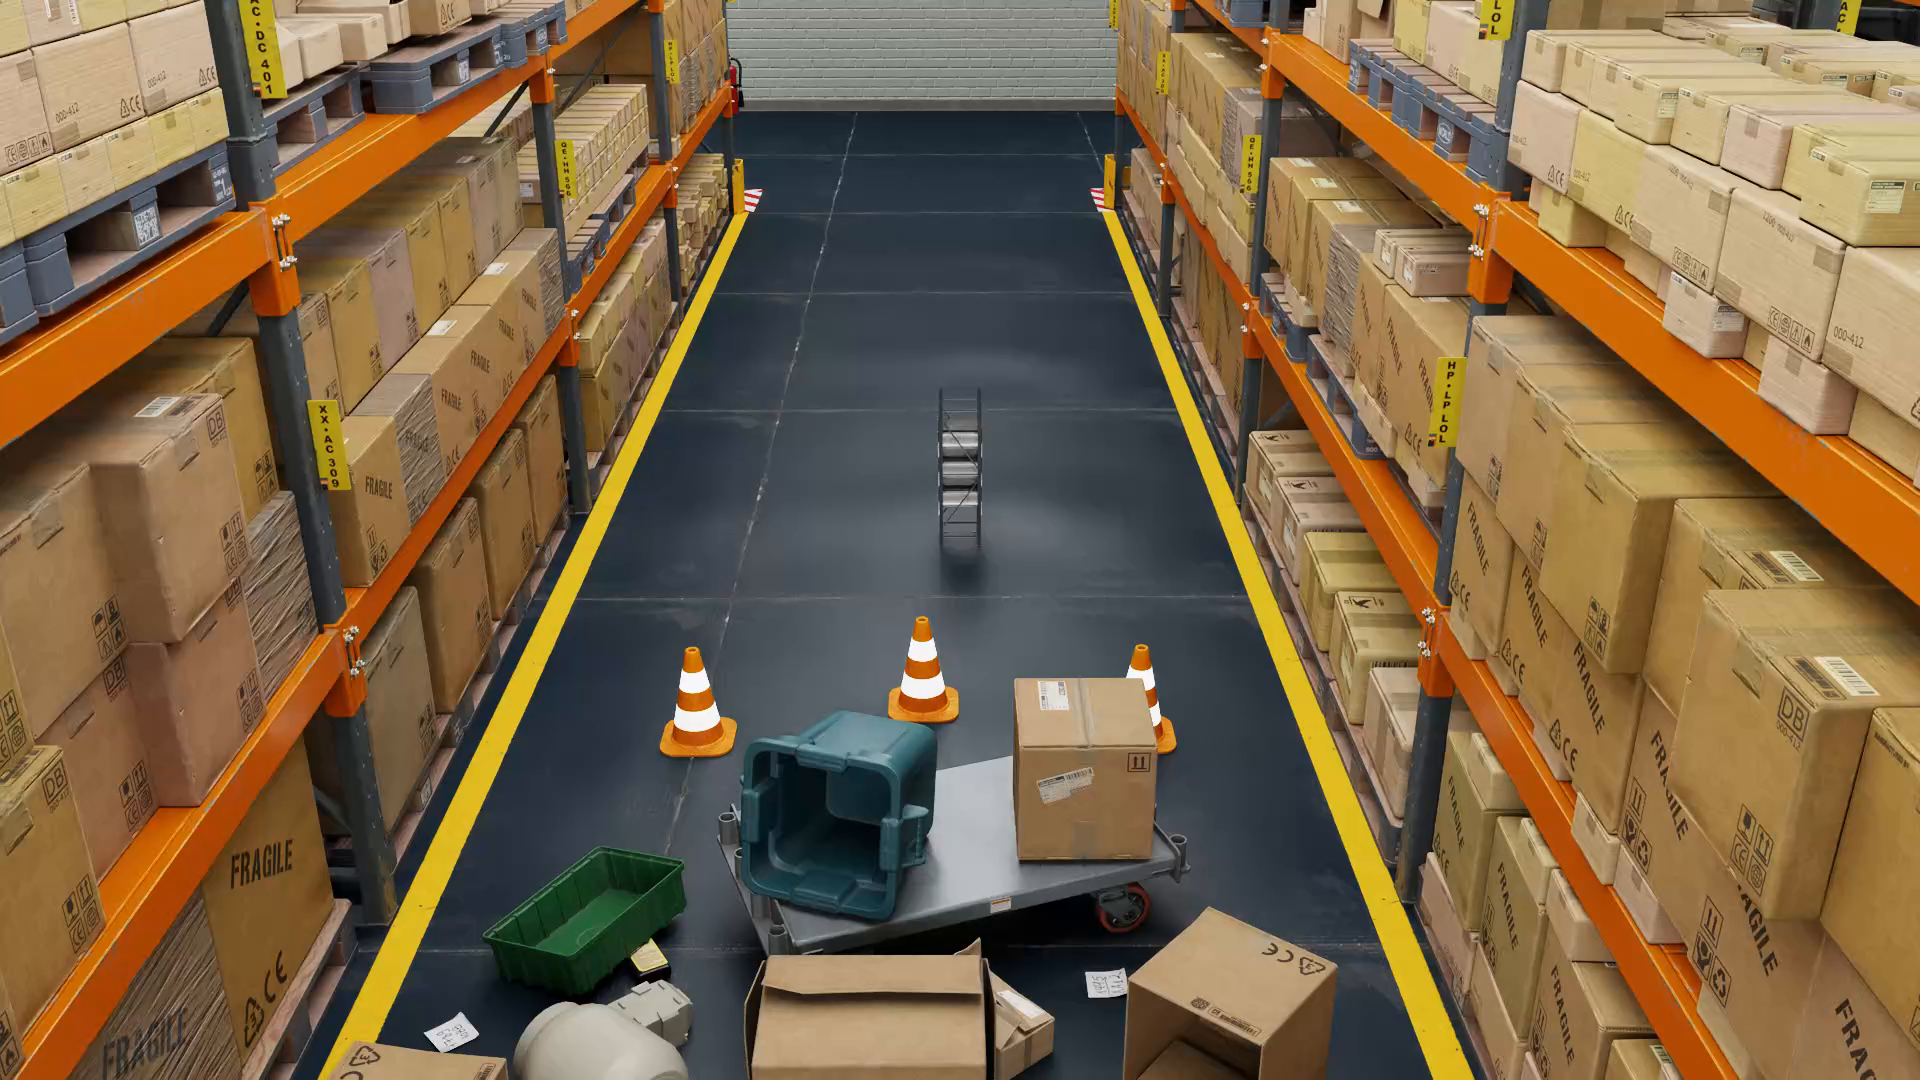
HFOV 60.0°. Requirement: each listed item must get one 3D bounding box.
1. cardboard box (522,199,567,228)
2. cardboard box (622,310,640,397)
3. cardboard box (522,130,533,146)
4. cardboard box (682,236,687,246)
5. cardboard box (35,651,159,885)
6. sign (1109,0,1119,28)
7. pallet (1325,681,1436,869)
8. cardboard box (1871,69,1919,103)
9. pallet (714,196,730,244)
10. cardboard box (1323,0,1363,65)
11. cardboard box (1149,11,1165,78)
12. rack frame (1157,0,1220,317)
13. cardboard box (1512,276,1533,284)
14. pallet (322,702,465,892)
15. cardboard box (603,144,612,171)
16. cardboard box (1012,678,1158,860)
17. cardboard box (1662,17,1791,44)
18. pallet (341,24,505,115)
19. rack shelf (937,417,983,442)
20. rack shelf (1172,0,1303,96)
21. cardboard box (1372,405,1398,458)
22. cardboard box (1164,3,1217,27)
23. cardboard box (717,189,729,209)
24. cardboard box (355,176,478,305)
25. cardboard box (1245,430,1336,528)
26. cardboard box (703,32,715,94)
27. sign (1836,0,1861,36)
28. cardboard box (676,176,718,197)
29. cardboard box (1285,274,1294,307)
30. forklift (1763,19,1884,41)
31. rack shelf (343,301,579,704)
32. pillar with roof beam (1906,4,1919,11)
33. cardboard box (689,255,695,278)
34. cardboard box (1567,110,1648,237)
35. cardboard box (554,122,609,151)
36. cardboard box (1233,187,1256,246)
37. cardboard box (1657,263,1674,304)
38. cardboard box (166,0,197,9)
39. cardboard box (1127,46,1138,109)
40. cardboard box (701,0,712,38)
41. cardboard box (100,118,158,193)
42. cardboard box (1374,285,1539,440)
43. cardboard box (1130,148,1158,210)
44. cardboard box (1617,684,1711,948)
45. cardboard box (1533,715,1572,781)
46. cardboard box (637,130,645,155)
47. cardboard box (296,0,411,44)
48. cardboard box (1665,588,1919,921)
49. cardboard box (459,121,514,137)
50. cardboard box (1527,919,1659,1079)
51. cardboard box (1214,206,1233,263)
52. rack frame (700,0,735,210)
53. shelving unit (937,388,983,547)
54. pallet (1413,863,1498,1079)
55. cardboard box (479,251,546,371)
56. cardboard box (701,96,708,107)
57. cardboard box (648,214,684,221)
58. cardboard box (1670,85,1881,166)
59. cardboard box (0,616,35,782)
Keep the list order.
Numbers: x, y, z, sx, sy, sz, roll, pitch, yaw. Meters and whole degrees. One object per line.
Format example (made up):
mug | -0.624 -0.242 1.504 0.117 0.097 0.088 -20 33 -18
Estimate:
cardboard box | -2.555 -1.949 9.853 0.380 0.149 0.250 1 24 2
cardboard box | -2.522 -1.300 11.508 0.500 0.500 0.500 -1 24 -2
cardboard box | -3.233 -2.801 11.738 0.380 0.149 0.250 1 24 2
cardboard box | -2.609 -2.679 14.621 0.380 0.149 0.250 -1 24 -3
cardboard box | -2.774 0.645 4.501 0.875 0.550 0.550 0 24 -1
sign | 1.556 -5.327 16.742 0.100 0.325 0.005 0 24 -1
pallet | 2.232 0.998 7.288 1.003 0.211 1.213 0 24 -1
cardboard box | 2.590 -1.117 4.277 0.380 0.149 0.250 0 24 1
pallet | -2.864 -3.196 16.560 1.003 0.211 1.213 0 24 -1
cardboard box | 2.198 -2.622 8.146 0.700 0.500 0.500 0 24 -1
cardboard box | 1.876 -4.152 13.955 0.500 0.500 0.500 -1 24 -1
rack frame | 2.154 -3.248 13.292 1.000 3.000 0.127 0 24 -1
cardboard box | 2.526 -0.929 7.172 0.500 0.500 0.500 0 24 -1
pallet | -2.791 1.065 7.139 1.003 0.211 1.213 0 24 -1
cardboard box | -2.577 -2.591 11.272 0.380 0.149 0.250 1 24 1
cardboard box | 0.462 0.862 6.318 0.500 0.500 0.500 0 24 -1
cardboard box | 2.636 -1.684 5.866 0.500 0.250 0.500 -1 24 -2
pallet | -2.675 -2.091 7.323 1.003 0.211 1.213 1 24 2
rack shelf | 0.000 -0.629 9.474 0.258 0.077 0.200 0 24 -1
rack shelf | 2.176 -3.463 11.000 1.077 0.370 4.000 0 24 -1
cardboard box | 1.936 -0.454 6.910 0.380 0.149 0.250 -1 24 -1
cardboard box | 1.833 -4.171 13.209 0.380 0.149 0.250 -1 24 -2
cardboard box | -2.520 -3.404 16.586 0.380 0.149 0.250 0 24 1
cardboard box | -2.741 -1.433 7.943 0.700 0.500 0.500 -1 24 -1
cardboard box | 2.194 -0.361 9.588 0.950 0.372 0.625 -2 24 -4
cardboard box | -2.560 -4.409 15.376 0.500 0.500 0.500 0 24 0
sign | 2.784 -1.560 5.291 0.100 0.325 0.005 0 24 -1
cardboard box | -2.505 -3.352 15.749 0.380 0.149 0.250 1 24 1
cardboard box | 1.942 -1.313 8.808 0.380 0.149 0.250 -2 24 -4
forklift | 4.789 -1.278 9.096 1.129 2.867 3.031 -1 24 -1
rack shelf | -2.729 -0.384 7.833 1.077 0.370 4.000 0 24 -1
pillar with roof beam | 3.707 -6.277 12.709 9.100 9.000 0.400 0 24 -1
cardboard box | -2.480 -2.338 14.229 0.380 0.149 0.250 0 24 1
cardboard box | 1.988 -0.991 4.482 0.500 0.250 0.500 0 24 -1
cardboard box | -2.577 -2.720 11.197 0.380 0.149 0.250 -1 24 -1
cardboard box | 1.939 -1.958 10.015 0.500 0.250 0.500 0 24 -1
cardboard box | 2.015 -0.651 4.215 0.380 0.149 0.250 -1 24 -2
cardboard box | -2.384 -1.591 4.694 0.380 0.149 0.250 0 24 -1
cardboard box | 1.850 -4.325 15.552 0.500 0.500 0.500 0 24 -1
cardboard box | -2.564 -4.859 15.158 0.500 0.500 0.500 1 24 2
cardboard box | -2.376 -1.018 4.395 0.380 0.149 0.250 0 24 0
cardboard box | 2.000 -0.718 6.705 0.500 0.500 0.500 0 24 0
cardboard box | 2.218 -3.649 16.778 0.875 0.438 0.875 -1 24 -2
cardboard box | 2.014 0.671 4.143 0.500 0.500 0.500 0 24 0
cardboard box | 1.980 0.609 5.068 0.380 0.149 0.250 0 24 1
cardboard box | -2.588 -2.992 12.520 0.380 0.149 0.250 0 24 0
cardboard box | -2.515 -2.202 6.872 0.396 0.266 0.258 0 24 -1
cardboard box | 1.955 0.432 3.459 0.700 0.500 0.500 -1 24 -1
cardboard box | -3.228 -2.724 11.207 0.380 0.149 0.250 0 24 1
cardboard box | 2.000 1.446 4.829 0.500 0.500 0.500 1 24 2
cardboard box | 1.912 -1.949 10.602 0.500 0.250 0.500 0 24 0
rack frame | -2.838 -4.833 16.795 1.000 3.000 0.127 0 24 -1
shelving unit | 0.000 -0.413 9.572 0.258 0.900 0.210 0 24 -1
pallet | 2.284 1.595 5.967 1.003 0.211 1.213 0 24 -1
cardboard box | -2.473 -1.192 8.624 0.500 0.500 0.500 0 24 -1
cardboard box | -2.569 -4.166 15.625 0.380 0.149 0.250 -1 24 -3
cardboard box | -2.587 -2.709 14.327 0.380 0.149 0.250 -1 24 -1
cardboard box | 1.974 -1.010 4.040 0.380 0.149 0.250 -1 24 -2
cardboard box | -2.733 0.371 3.796 0.875 0.550 0.500 0 24 -1
